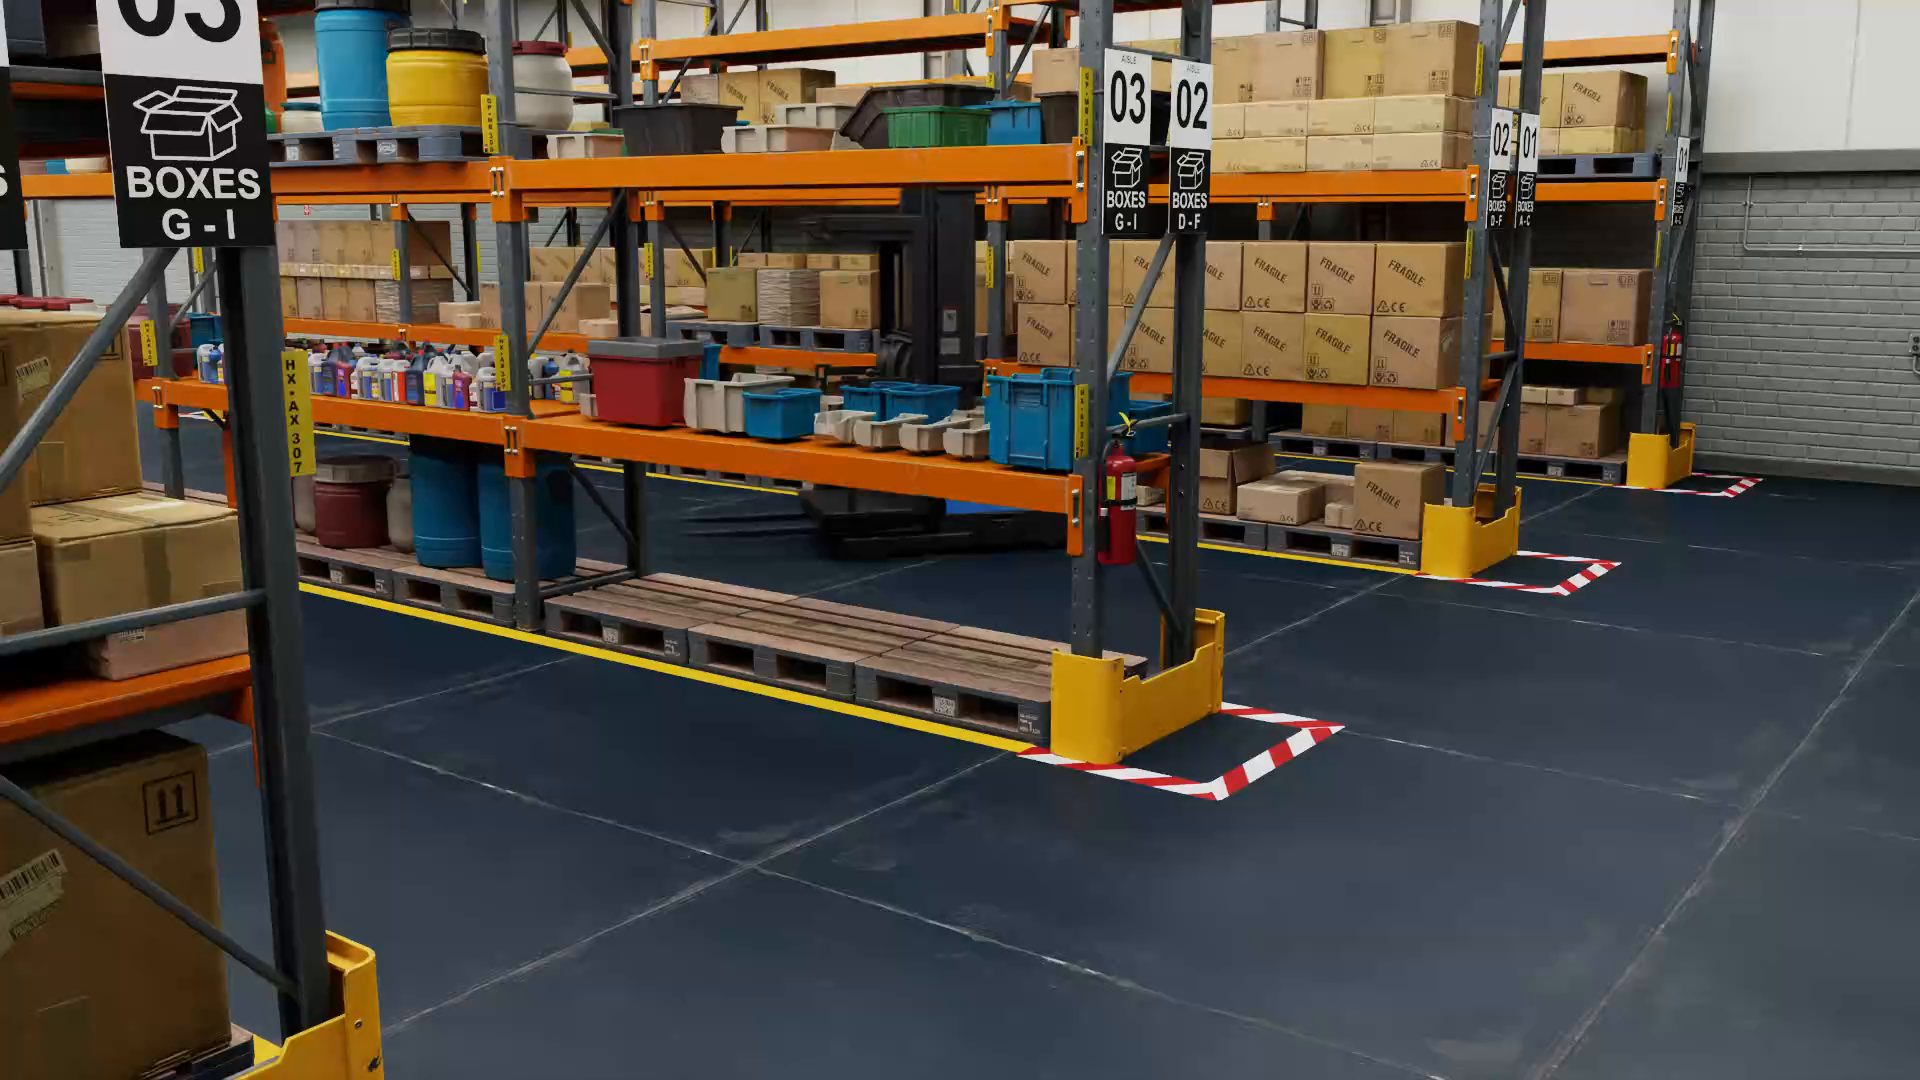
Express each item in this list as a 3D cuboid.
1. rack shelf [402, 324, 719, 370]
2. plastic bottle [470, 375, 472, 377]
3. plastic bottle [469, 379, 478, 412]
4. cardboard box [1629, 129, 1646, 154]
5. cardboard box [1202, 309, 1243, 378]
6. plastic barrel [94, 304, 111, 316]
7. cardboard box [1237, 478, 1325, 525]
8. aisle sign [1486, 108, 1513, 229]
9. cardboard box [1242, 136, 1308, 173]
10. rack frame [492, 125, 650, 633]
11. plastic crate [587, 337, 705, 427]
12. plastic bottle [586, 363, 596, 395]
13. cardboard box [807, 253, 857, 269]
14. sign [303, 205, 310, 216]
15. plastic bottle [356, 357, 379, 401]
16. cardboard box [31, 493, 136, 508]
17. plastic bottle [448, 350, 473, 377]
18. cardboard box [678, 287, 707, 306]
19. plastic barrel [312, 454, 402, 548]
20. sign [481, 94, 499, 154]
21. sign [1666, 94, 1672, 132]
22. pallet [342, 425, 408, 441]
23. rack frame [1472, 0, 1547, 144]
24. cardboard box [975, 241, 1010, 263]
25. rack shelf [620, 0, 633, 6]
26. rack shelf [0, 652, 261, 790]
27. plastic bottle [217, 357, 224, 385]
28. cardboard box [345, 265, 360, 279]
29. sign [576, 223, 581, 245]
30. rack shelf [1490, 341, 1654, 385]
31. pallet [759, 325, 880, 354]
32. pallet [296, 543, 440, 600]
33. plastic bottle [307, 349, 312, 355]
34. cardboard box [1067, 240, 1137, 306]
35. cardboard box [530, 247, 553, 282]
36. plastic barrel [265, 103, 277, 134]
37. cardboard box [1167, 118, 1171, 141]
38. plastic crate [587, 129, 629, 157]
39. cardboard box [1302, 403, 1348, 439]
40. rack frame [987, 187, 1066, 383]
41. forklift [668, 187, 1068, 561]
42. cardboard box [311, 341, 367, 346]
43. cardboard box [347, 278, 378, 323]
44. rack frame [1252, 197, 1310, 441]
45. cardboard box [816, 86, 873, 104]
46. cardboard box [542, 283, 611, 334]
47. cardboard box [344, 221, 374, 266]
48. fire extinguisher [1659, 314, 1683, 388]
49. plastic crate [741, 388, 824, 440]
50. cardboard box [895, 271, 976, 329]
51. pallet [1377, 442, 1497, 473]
[{"bbox_3d":[-4.266,-2.068,17.716,4.000,0.370,1.077,8,13,36],"label":"rack shelf"},{"bbox_3d":[-3.110,-0.948,10.557,0.097,0.201,0.097,0,11,0],"label":"plastic bottle"},{"bbox_3d":[-2.984,-0.895,10.281,0.097,0.201,0.097,0,11,0],"label":"plastic bottle"},{"bbox_3d":[6.280,-3.830,16.057,0.500,0.250,0.500,9,14,38],"label":"cardboard box"},{"bbox_3d":[2.046,-1.526,12.757,0.500,0.500,0.500,8,13,35],"label":"cardboard box"},{"bbox_3d":[-6.545,-1.576,12.986,0.421,0.512,0.421,0,11,0],"label":"plastic barrel"},{"bbox_3d":[2.462,-0.298,12.752,0.500,0.250,0.500,8,13,36],"label":"cardboard box"},{"bbox_3d":[3.667,-2.519,11.307,0.004,0.787,0.394,8,13,36],"label":"aisle sign"},{"bbox_3d":[2.416,-2.825,12.235,0.500,0.250,0.500,8,13,36],"label":"cardboard box"},{"bbox_3d":[-2.365,-0.989,10.243,0.127,3.000,1.000,8,13,36],"label":"rack frame"},{"bbox_3d":[-1.794,-0.911,9.514,0.583,0.464,0.402,8,13,36],"label":"plastic crate"},{"bbox_3d":[-2.408,-1.038,10.805,0.133,0.283,0.061,8,13,36],"label":"plastic bottle"},{"bbox_3d":[-1.564,-3.474,21.670,0.500,0.500,0.700,10,15,43],"label":"cardboard box"},{"bbox_3d":[-11.850,-6.021,30.151,0.199,0.298,0.001,8,13,36],"label":"sign"},{"bbox_3d":[-3.871,-1.062,10.946,0.135,0.276,0.152,8,13,36],"label":"plastic bottle"},{"bbox_3d":[-2.723,-0.006,4.775,0.500,0.250,0.500,8,13,35],"label":"cardboard box"},{"bbox_3d":[-3.215,-1.040,10.637,0.185,0.351,0.144,8,13,36],"label":"plastic bottle"},{"bbox_3d":[-3.510,-3.348,22.780,0.500,0.250,0.500,8,14,36],"label":"cardboard box"},{"bbox_3d":[-4.275,-0.281,11.830,0.708,0.588,0.600,8,13,36],"label":"plastic barrel"},{"bbox_3d":[-2.692,-2.382,9.523,0.005,0.325,0.100,8,13,36],"label":"sign"},{"bbox_3d":[6.390,-3.843,14.975,0.005,0.325,0.100,8,13,36],"label":"sign"},{"bbox_3d":[-6.495,-1.373,19.570,1.213,0.211,1.003,8,13,36],"label":"pallet"},{"bbox_3d":[3.794,-4.242,11.266,0.127,3.000,1.000,8,13,36],"label":"rack frame"},{"bbox_3d":[0.511,-3.434,19.812,0.500,0.250,0.500,8,14,37],"label":"cardboard box"},{"bbox_3d":[-0.753,-3.160,8.617,4.000,0.370,1.077,8,13,36],"label":"rack shelf"},{"bbox_3d":[-3.685,0.348,5.230,4.000,0.370,1.077,8,13,36],"label":"rack shelf"},{"bbox_3d":[-5.276,-1.215,11.934,0.097,0.201,0.097,0,11,0],"label":"plastic bottle"},{"bbox_3d":[-6.847,-3.098,19.174,0.250,0.149,0.380,8,13,35],"label":"cardboard box"},{"bbox_3d":[-5.829,-4.661,25.344,0.005,0.325,0.100,8,13,36],"label":"sign"},{"bbox_3d":[5.111,-1.927,16.989,4.000,0.370,1.077,8,13,36],"label":"rack shelf"},{"bbox_3d":[-1.084,-1.884,15.377,1.213,0.211,1.003,8,13,36],"label":"pallet"},{"bbox_3d":[-3.950,0.150,11.698,1.213,0.211,1.003,8,13,36],"label":"pallet"},{"bbox_3d":[-4.929,-1.345,12.608,0.097,0.201,0.097,0,11,0],"label":"plastic bottle"},{"bbox_3d":[1.199,-2.133,13.260,0.500,0.500,0.500,7,13,34],"label":"cardboard box"},{"bbox_3d":[-5.966,-4.059,24.482,0.500,0.500,0.500,8,14,36],"label":"cardboard box"},{"bbox_3d":[-4.871,-2.887,11.460,0.294,0.245,0.294,0,11,0],"label":"plastic barrel"},{"bbox_3d":[1.615,-3.184,12.774,0.500,0.250,0.500,8,13,36],"label":"cardboard box"},{"bbox_3d":[-1.845,-2.356,9.971,0.662,0.188,0.450,8,13,36],"label":"plastic crate"},{"bbox_3d":[4.041,-1.385,17.765,0.500,0.500,0.700,8,14,36],"label":"cardboard box"},{"bbox_3d":[0.570,-1.747,14.161,0.127,3.000,1.000,8,13,36],"label":"rack frame"},{"bbox_3d":[-0.679,-1.398,12.542,3.031,2.935,1.130,-3,11,-16],"label":"forklift"},{"bbox_3d":[-7.679,-2.195,20.639,0.500,0.500,0.500,8,13,36],"label":"cardboard box"},{"bbox_3d":[-6.669,-2.802,19.355,0.500,0.500,0.700,8,13,35],"label":"cardboard box"},{"bbox_3d":[3.499,-2.505,18.083,0.127,3.000,1.000,8,13,36],"label":"rack frame"},{"bbox_3d":[-0.870,-3.741,14.941,0.600,0.600,0.600,7,13,33],"label":"cardboard box"},{"bbox_3d":[-4.017,-2.432,17.438,0.500,0.500,0.500,7,13,33],"label":"cardboard box"},{"bbox_3d":[-6.648,-3.438,19.223,0.500,0.500,0.700,8,13,35],"label":"cardboard box"},{"bbox_3d":[6.571,-1.747,15.348,0.183,0.674,0.296,8,13,36],"label":"fire extinguisher"},{"bbox_3d":[-0.948,-0.678,8.919,0.300,0.233,0.416,8,13,36],"label":"plastic crate"},{"bbox_3d":[-0.272,-2.157,14.913,0.700,0.500,0.500,-11,15,-44],"label":"cardboard box"},{"bbox_3d":[5.053,-0.902,17.135,1.213,0.211,1.003,8,13,36],"label":"pallet"}]
